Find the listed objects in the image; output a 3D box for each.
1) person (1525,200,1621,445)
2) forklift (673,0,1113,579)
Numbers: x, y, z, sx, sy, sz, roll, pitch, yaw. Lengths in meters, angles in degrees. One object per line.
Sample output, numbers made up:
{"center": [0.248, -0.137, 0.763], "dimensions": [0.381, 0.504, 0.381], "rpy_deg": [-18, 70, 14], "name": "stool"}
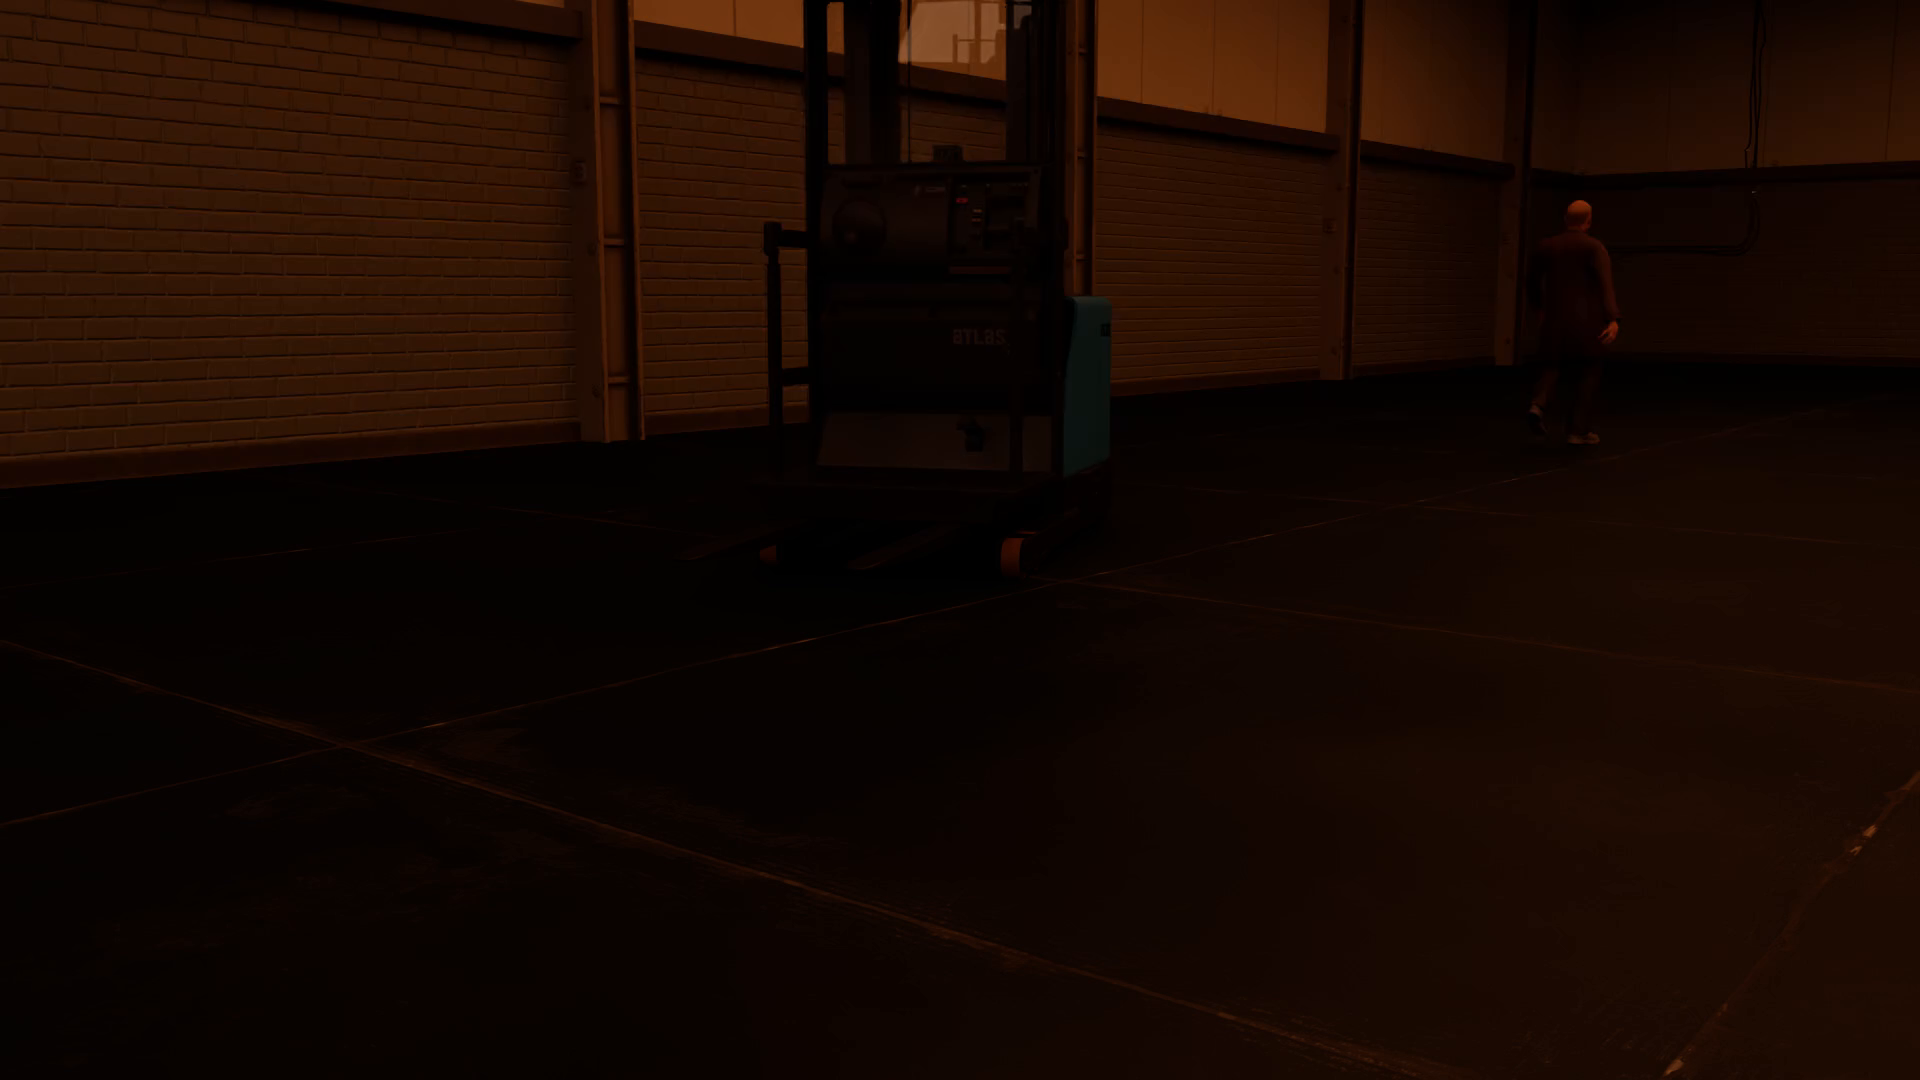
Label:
{"center": [4.428, -1.569, 12.063], "dimensions": [0.651, 1.760, 0.852], "rpy_deg": [-8, 11, -43], "name": "person"}
{"center": [-0.183, -1.362, 6.593], "dimensions": [1.130, 2.935, 3.031], "rpy_deg": [3, 9, 17], "name": "forklift"}
